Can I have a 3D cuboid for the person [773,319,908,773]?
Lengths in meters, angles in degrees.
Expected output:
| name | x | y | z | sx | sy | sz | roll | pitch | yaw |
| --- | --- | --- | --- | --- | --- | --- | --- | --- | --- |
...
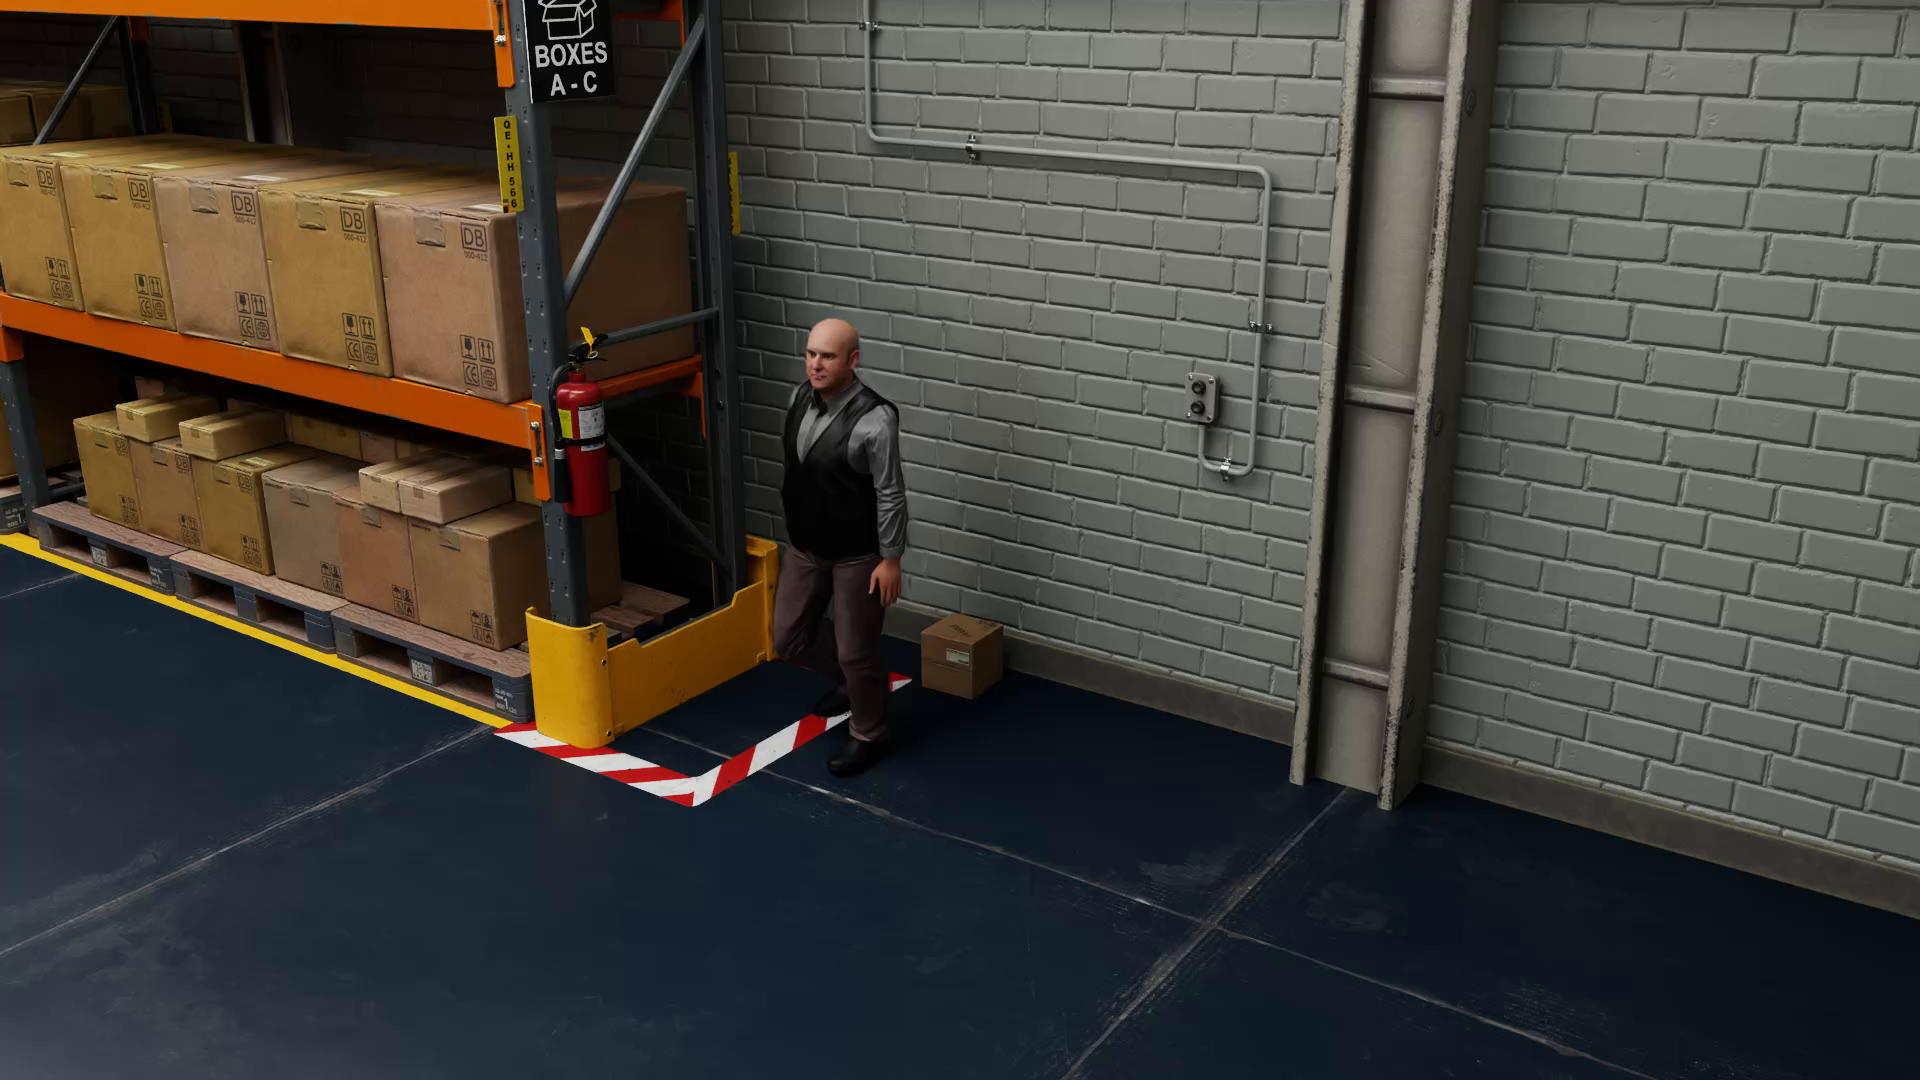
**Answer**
| name | x | y | z | sx | sy | sz | roll | pitch | yaw |
| --- | --- | --- | --- | --- | --- | --- | --- | --- | --- |
| person | -0.388 | 0.065 | 6.040 | 0.583 | 1.619 | 0.488 | 17 | 26 | 39 |
